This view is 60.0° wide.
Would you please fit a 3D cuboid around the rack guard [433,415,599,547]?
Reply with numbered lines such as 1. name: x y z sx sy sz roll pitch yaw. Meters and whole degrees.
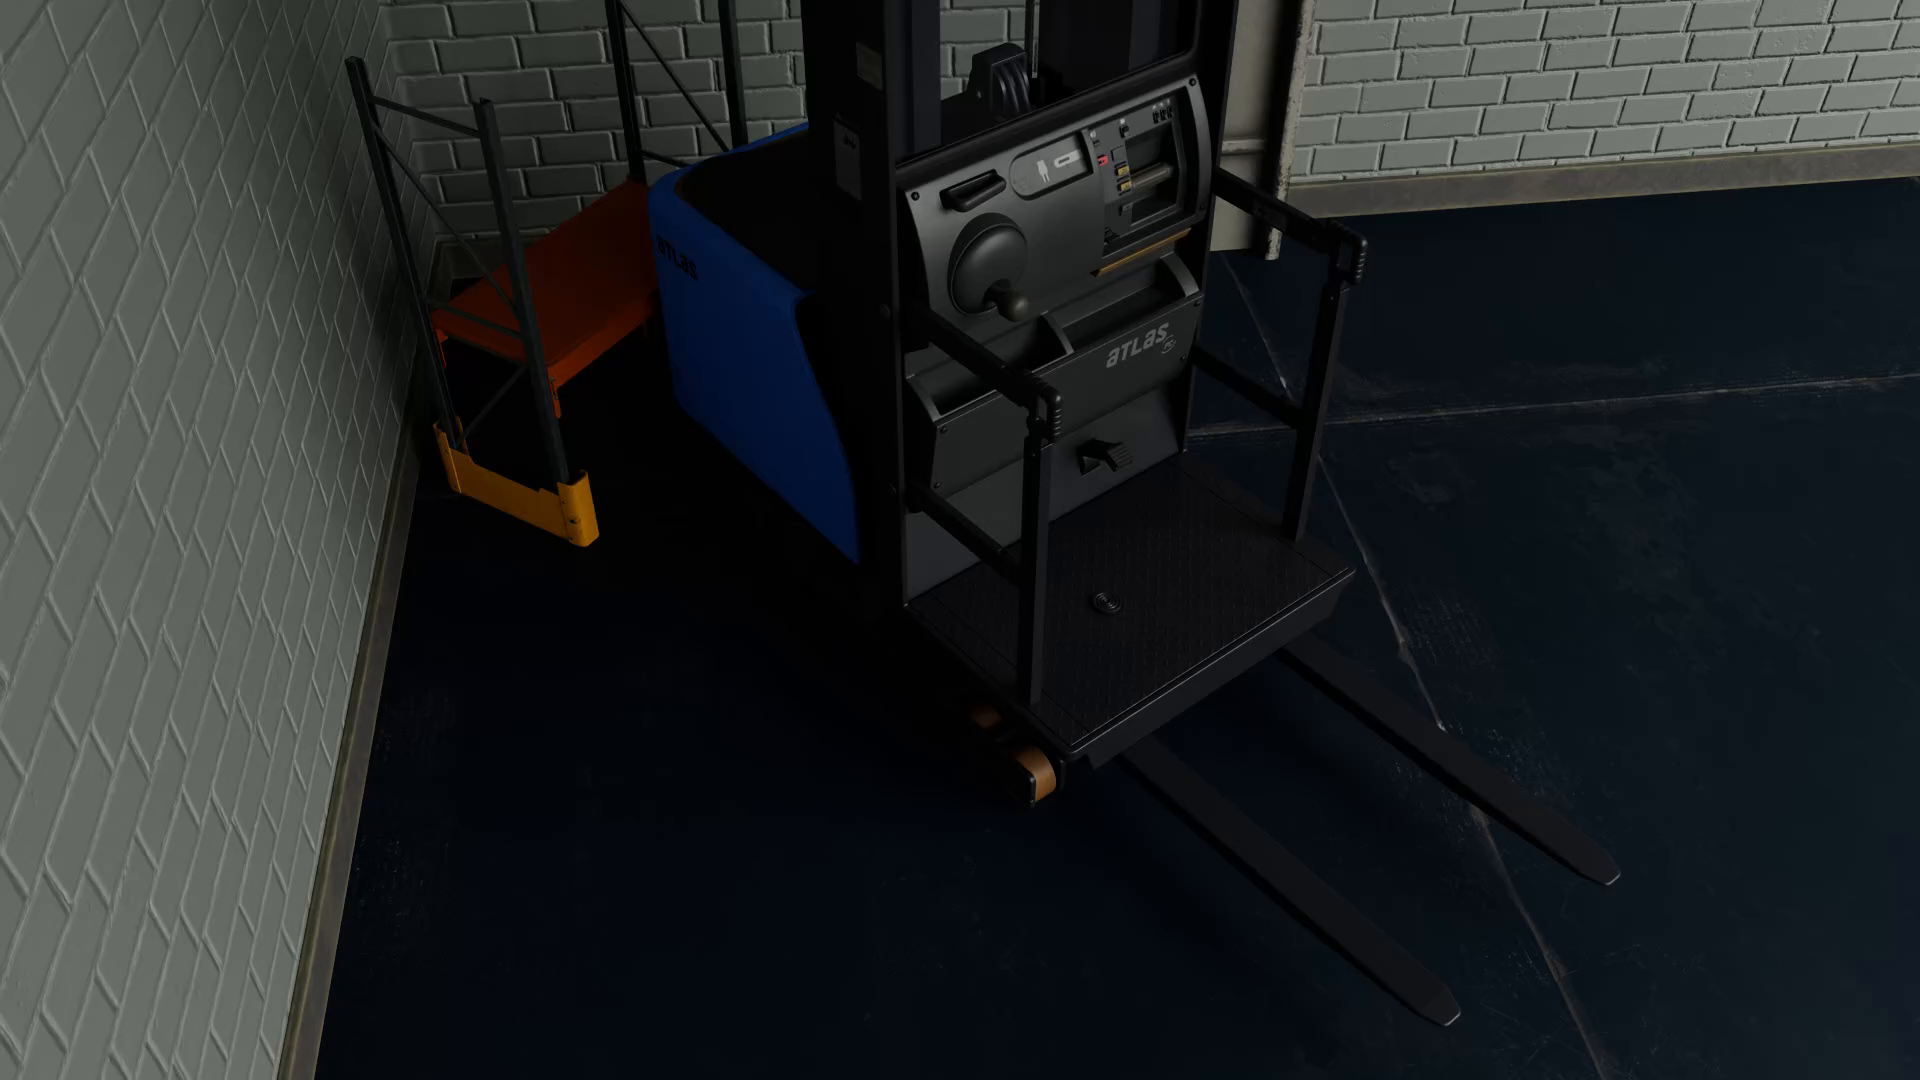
1. rack guard: -1.408 -0.191 5.275 0.587 0.250 0.087 22 46 22

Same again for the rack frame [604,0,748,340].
1. rack frame: -0.896 -1.228 5.492 0.500 1.500 0.032 22 46 22

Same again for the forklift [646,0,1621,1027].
1. forklift: 0.391 -0.764 3.909 1.130 2.935 3.031 -28 49 -28

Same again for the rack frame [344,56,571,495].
1. rack frame: -1.418 -0.644 4.844 0.500 1.500 0.032 22 46 22

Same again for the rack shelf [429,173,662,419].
1. rack shelf: -1.157 -0.802 5.288 0.538 0.185 1.000 22 46 22

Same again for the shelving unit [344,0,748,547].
1. shelving unit: -1.152 -0.941 5.173 0.587 1.500 1.083 22 46 22

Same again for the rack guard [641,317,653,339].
1. rack guard: -0.897 -0.763 5.909 0.587 0.250 0.087 22 46 22

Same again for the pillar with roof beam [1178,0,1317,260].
1. pillar with roof beam: 1.580 -1.660 0.372 0.400 9.000 9.100 -5 42 -6
